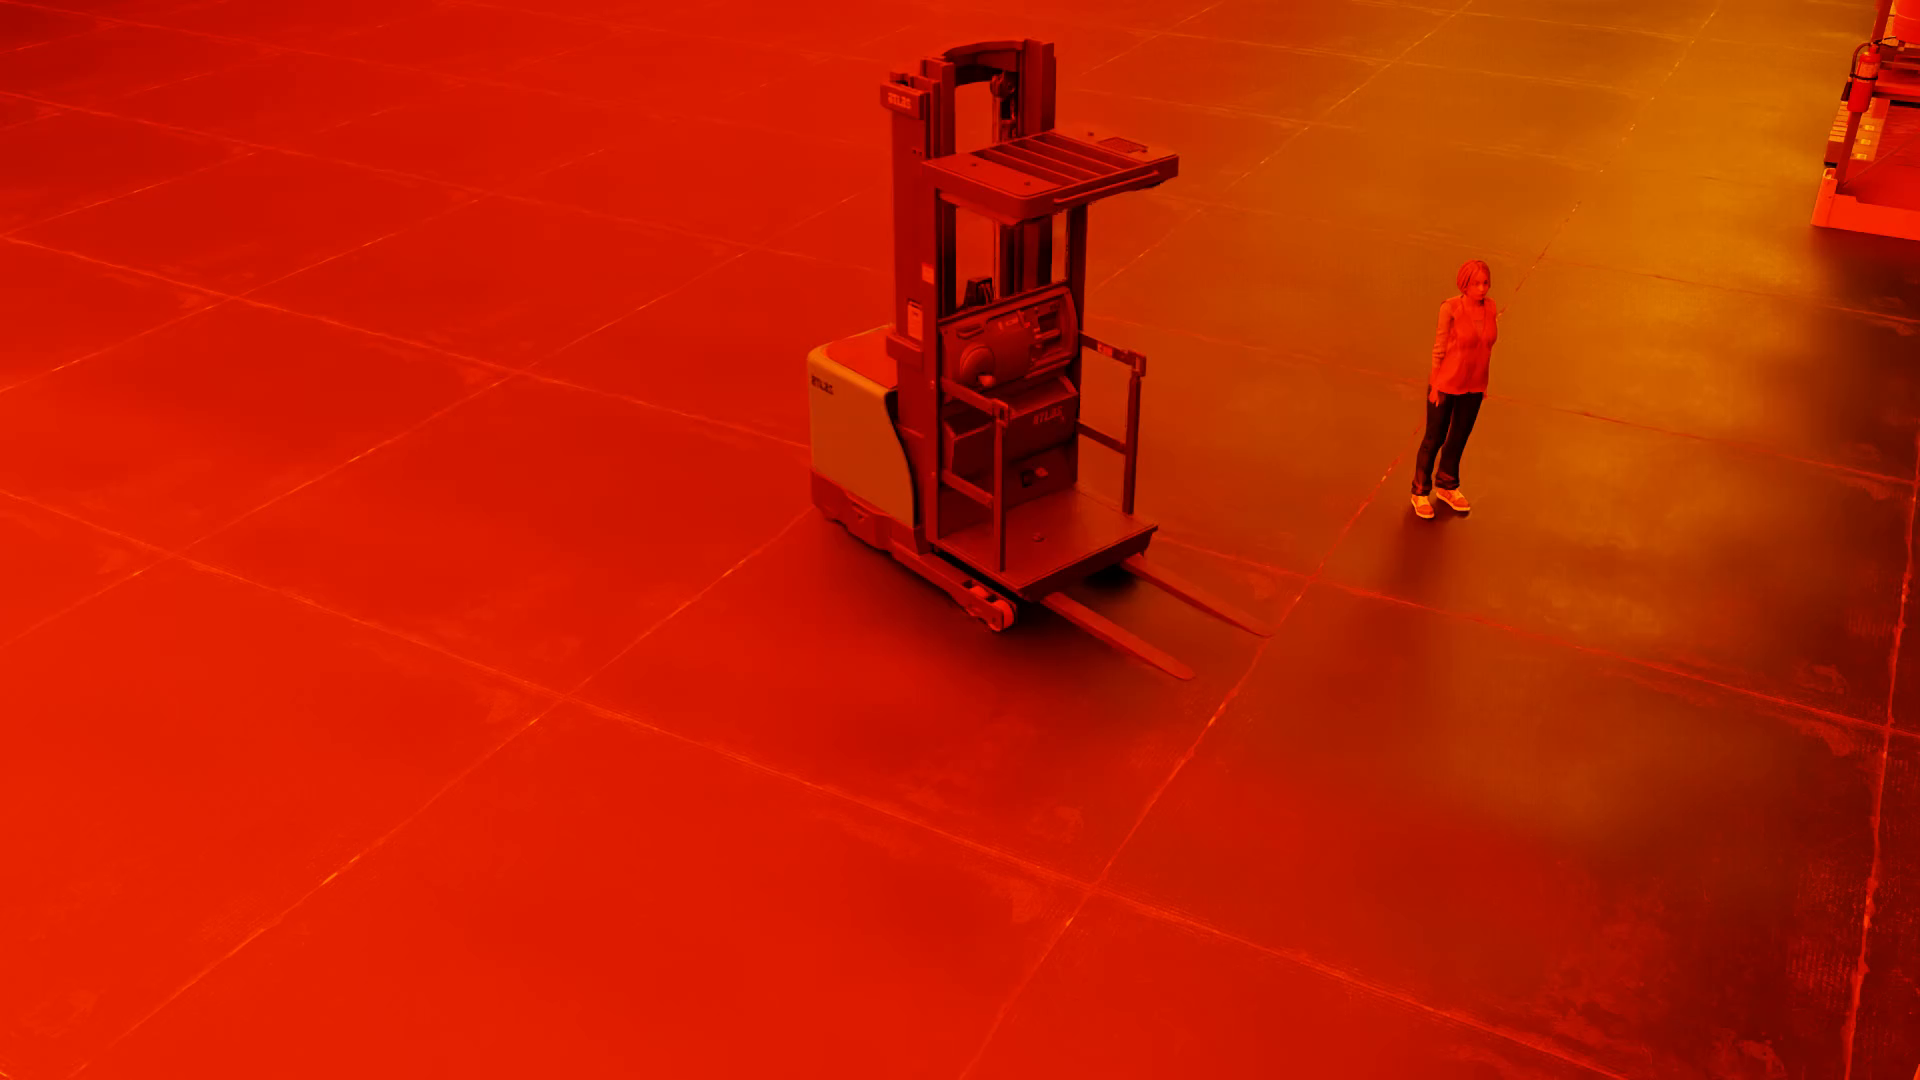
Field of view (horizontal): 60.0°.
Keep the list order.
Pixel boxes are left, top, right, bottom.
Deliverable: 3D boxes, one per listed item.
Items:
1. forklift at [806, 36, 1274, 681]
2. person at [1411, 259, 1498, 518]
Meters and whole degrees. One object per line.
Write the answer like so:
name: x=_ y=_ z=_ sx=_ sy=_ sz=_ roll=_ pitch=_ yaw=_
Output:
forklift: x=0.415 y=-1.056 z=8.900 sx=1.130 sy=2.935 sz=3.031 roll=-23 pitch=37 yaw=-34
person: x=2.992 y=-0.913 z=9.985 sx=0.411 sy=1.602 sz=0.331 roll=-9 pitch=31 yaw=-16
